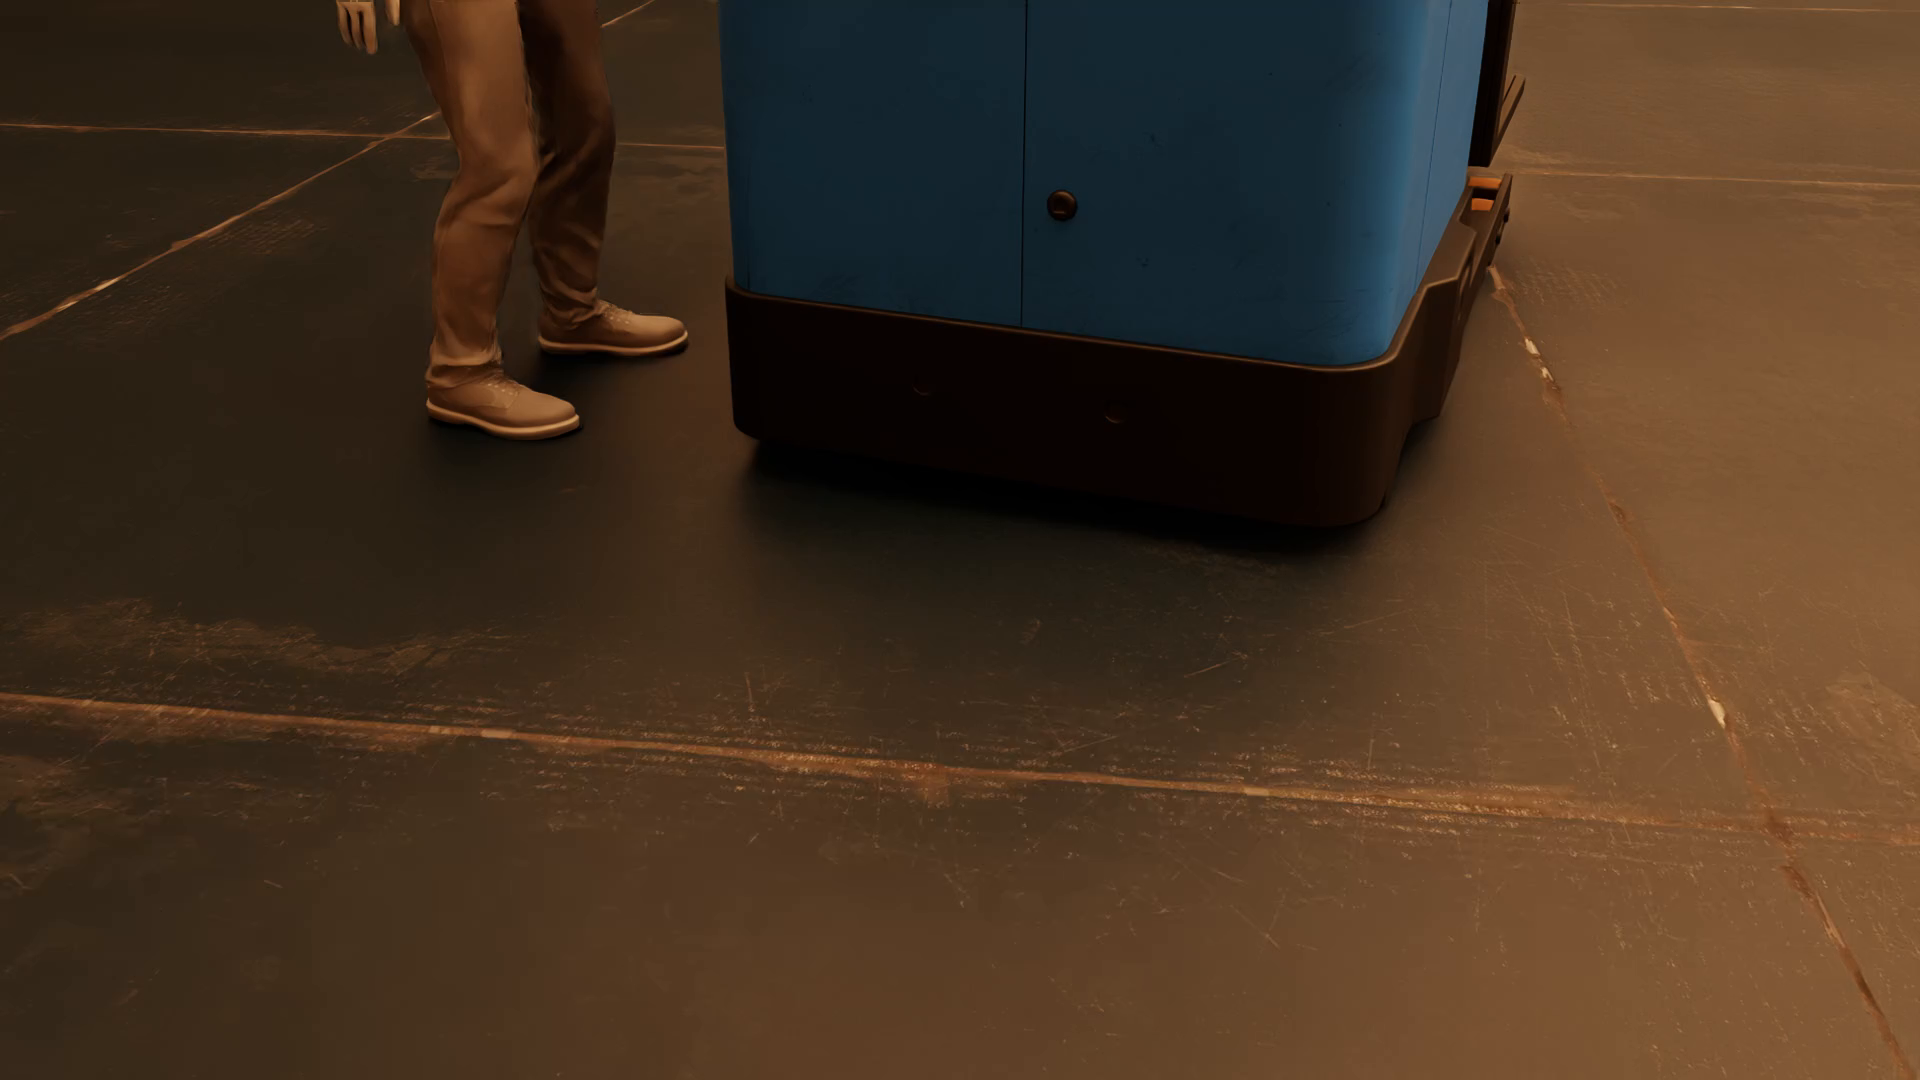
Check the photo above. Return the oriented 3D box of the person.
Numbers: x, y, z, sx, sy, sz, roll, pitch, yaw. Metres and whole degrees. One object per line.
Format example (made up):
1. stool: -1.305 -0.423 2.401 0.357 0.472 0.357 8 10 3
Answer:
1. person: -0.754 -0.992 2.653 0.341 1.645 0.715 9 28 18

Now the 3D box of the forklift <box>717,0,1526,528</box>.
1. forklift: 0.638 -1.965 3.155 1.130 2.935 3.031 10 28 19
